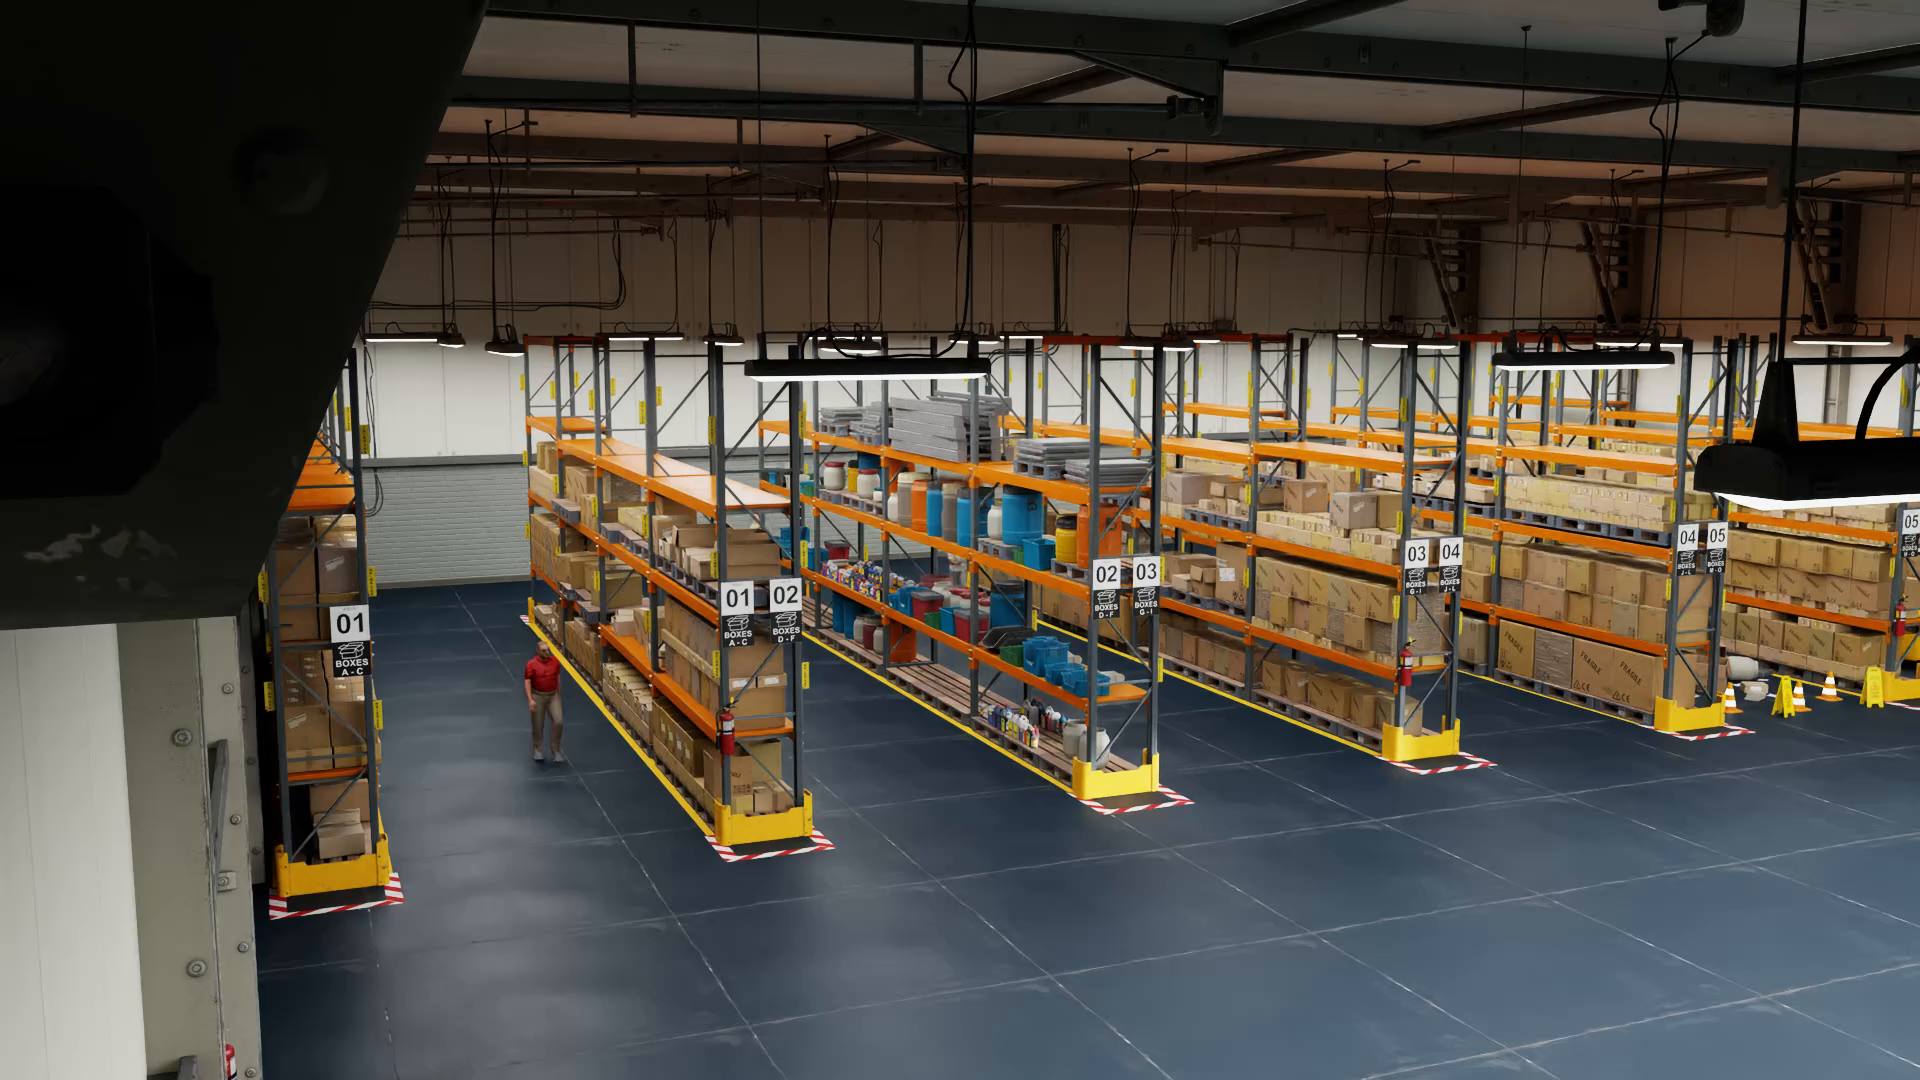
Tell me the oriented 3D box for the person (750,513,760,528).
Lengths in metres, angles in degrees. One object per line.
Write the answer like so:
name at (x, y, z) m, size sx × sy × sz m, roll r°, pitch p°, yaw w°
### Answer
person at (-5.031, 0.120, 40.637) m, size 0.974 × 1.623 × 0.439 m, roll -6°, pitch 10°, yaw -40°

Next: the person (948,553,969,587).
person at (-0.037, 0.695, 36.231) m, size 0.553 × 1.706 × 0.974 m, roll -3°, pitch 8°, yaw -24°

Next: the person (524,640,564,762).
person at (-5.963, 2.332, 23.875) m, size 0.588 × 1.803 × 0.478 m, roll -6°, pitch 10°, yaw -38°
